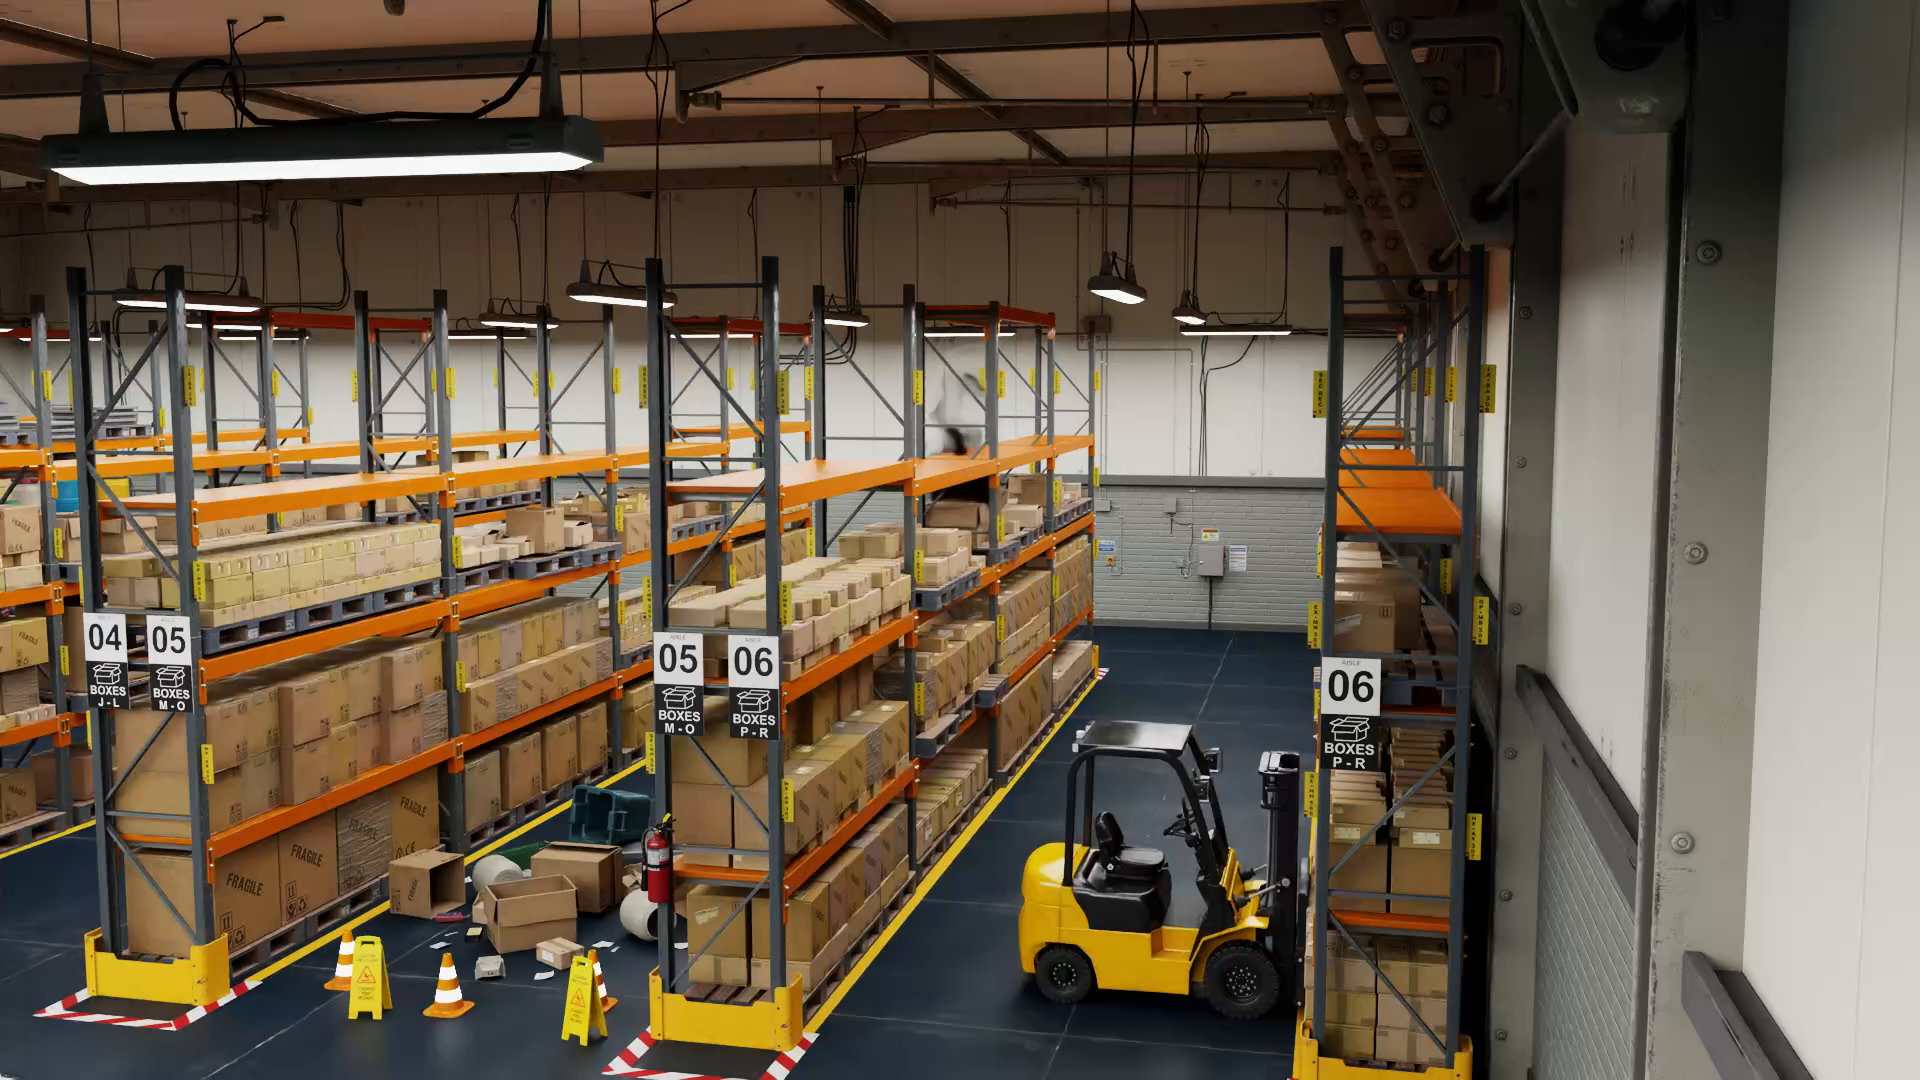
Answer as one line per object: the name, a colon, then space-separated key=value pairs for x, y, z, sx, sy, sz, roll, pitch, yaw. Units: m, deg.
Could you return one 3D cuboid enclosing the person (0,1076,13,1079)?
person: x=-4.585 y=3.479 z=8.103 sx=0.695 sy=1.751 sz=0.654 roll=-3 pitch=7 yaw=-27
